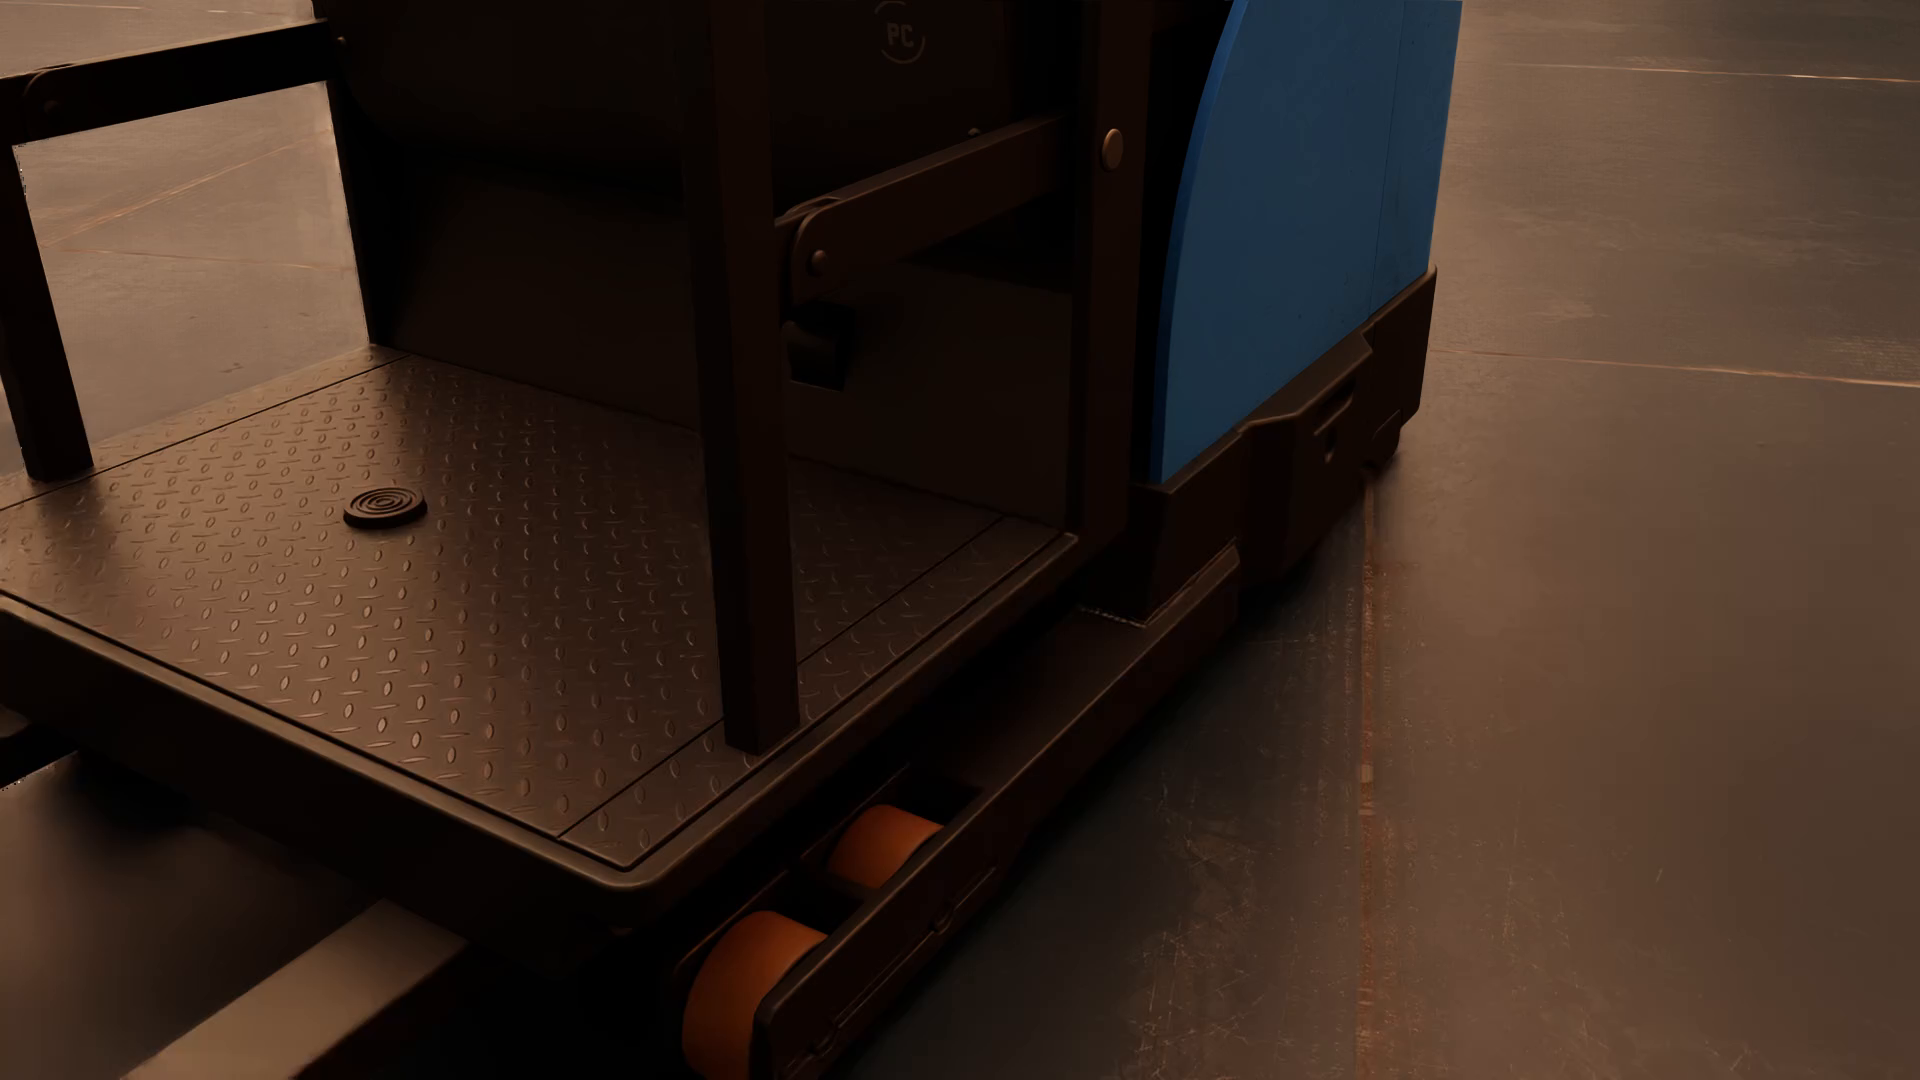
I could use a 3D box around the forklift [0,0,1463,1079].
[{"bbox_3d":[-0.441,-1.044,1.316,1.130,2.935,3.031,16,31,28],"label":"forklift"}]
